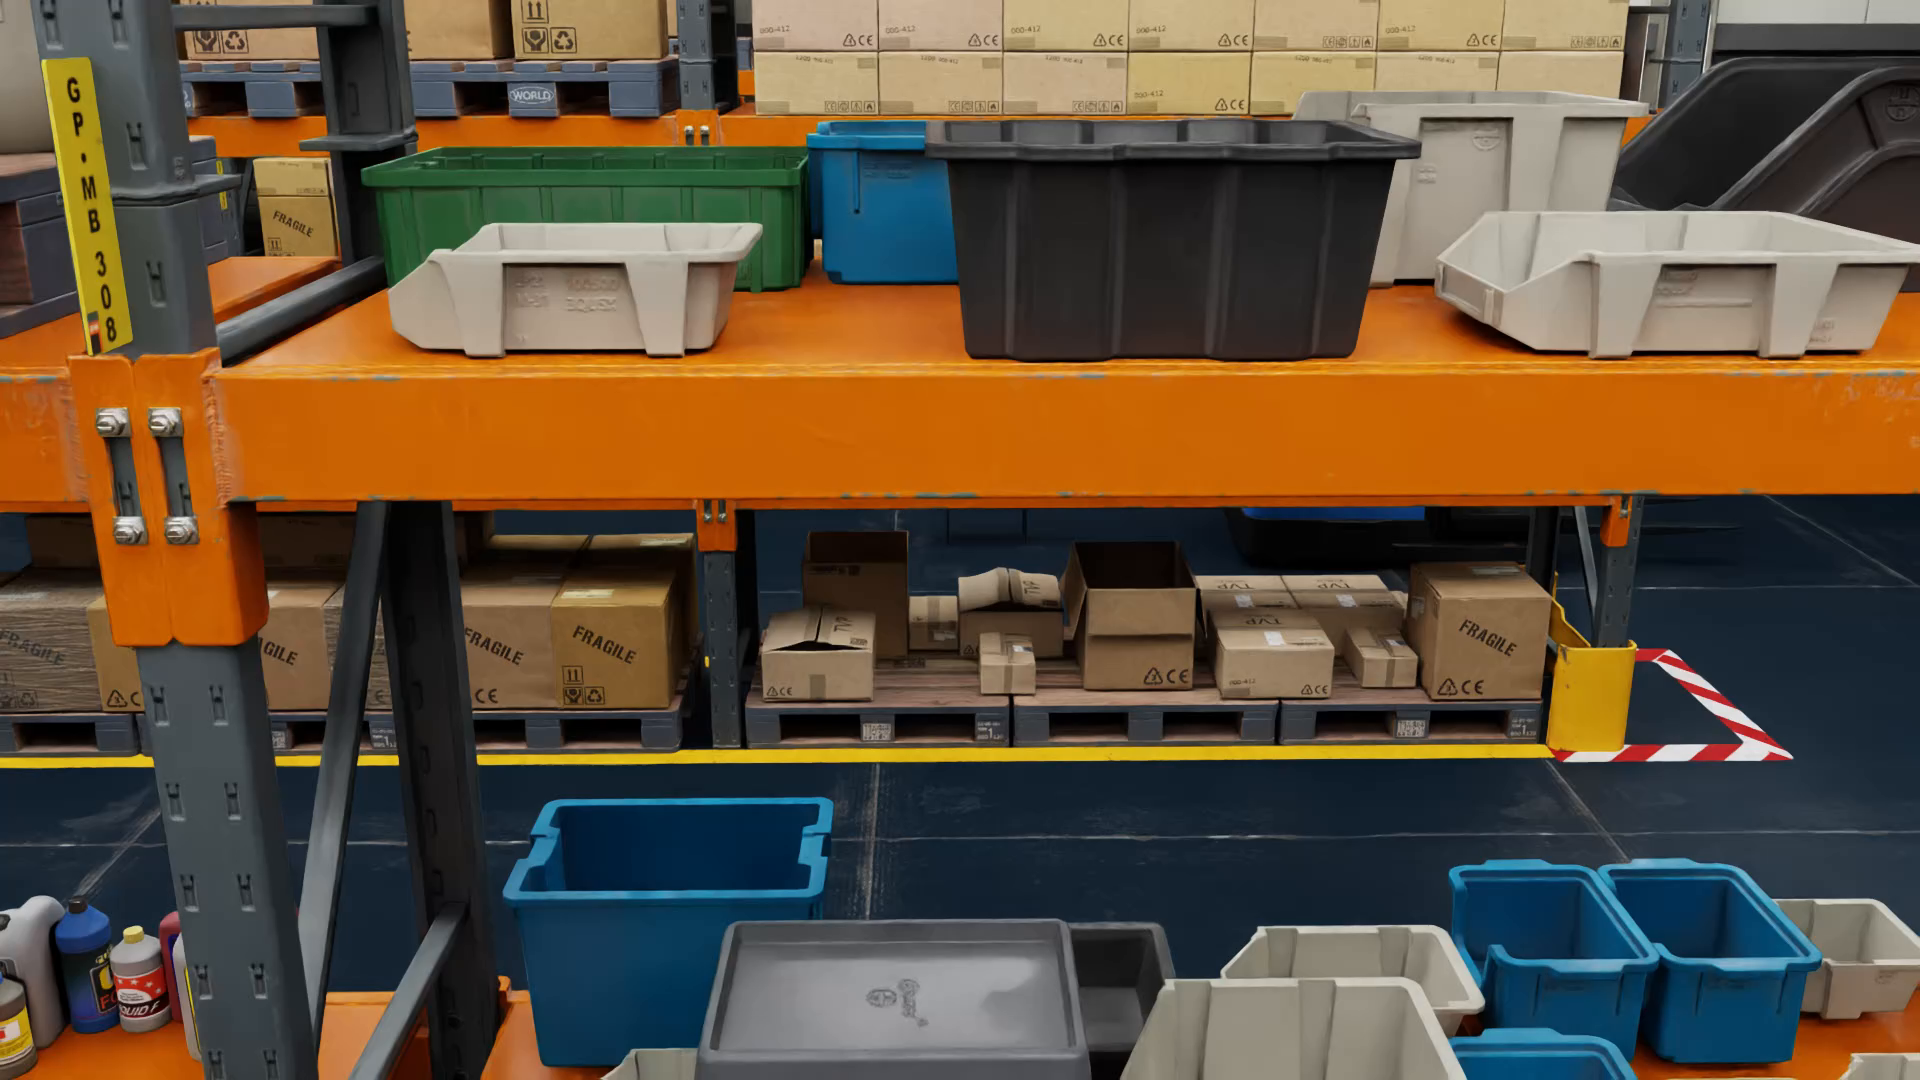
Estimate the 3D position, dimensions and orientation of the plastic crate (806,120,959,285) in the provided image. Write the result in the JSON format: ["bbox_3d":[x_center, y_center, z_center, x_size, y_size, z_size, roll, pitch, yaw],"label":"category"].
[{"bbox_3d":[-0.091,-0.564,2.758,0.300,0.233,0.416,0,18,-1],"label":"plastic crate"}]

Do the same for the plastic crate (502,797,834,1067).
[{"bbox_3d":[-0.535,0.759,3.198,0.575,0.384,0.392,0,18,-1],"label":"plastic crate"}]

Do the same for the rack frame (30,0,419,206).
[{"bbox_3d":[-0.996,-1.970,1.957,0.127,3.000,1.000,0,18,-1],"label":"rack frame"}]

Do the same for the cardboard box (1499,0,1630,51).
[{"bbox_3d":[2.419,-2.160,6.887,0.500,0.250,0.500,0,18,-1],"label":"cardboard box"}]

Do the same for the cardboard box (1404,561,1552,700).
[{"bbox_3d":[2.389,0.413,7.721,0.500,0.500,0.500,0,18,-1],"label":"cardboard box"}]

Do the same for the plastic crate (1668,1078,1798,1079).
[{"bbox_3d":[1.327,1.036,2.740,0.250,0.136,0.298,0,18,-1],"label":"plastic crate"}]

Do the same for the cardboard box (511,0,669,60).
[{"bbox_3d":[-1.575,-2.370,7.099,0.600,0.600,0.600,-2,18,-6],"label":"cardboard box"}]

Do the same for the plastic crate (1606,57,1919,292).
[{"bbox_3d":[1.471,-0.608,2.723,0.767,0.338,0.504,0,18,-1],"label":"plastic crate"}]

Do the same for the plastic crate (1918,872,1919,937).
[{"bbox_3d":[2.093,0.822,3.250,0.300,0.233,0.416,0,18,-1],"label":"plastic crate"}]

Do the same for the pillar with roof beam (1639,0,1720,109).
[{"bbox_3d":[5.601,-3.978,8.215,0.400,9.000,9.100,0,18,-1],"label":"pillar with roof beam"}]

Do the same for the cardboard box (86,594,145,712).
[{"bbox_3d":[-3.586,0.454,7.594,0.500,0.500,0.500,-1,18,-2],"label":"cardboard box"}]

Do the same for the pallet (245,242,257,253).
[{"bbox_3d":[-5.863,-1.993,12.163,1.003,0.211,1.213,0,18,-1],"label":"pallet"}]

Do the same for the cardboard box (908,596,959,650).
[{"bbox_3d":[-0.131,0.412,8.299,0.250,0.149,0.380,0,18,-1],"label":"cardboard box"}]

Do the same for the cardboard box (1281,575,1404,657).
[{"bbox_3d":[1.881,0.373,8.257,0.500,0.250,0.500,0,18,-1],"label":"cardboard box"}]

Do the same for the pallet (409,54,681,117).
[{"bbox_3d":[-1.724,-1.983,7.217,1.003,0.211,1.213,0,18,-1],"label":"pallet"}]

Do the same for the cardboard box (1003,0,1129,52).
[{"bbox_3d":[0.420,-2.150,6.854,0.500,0.250,0.500,0,18,-1],"label":"cardboard box"}]

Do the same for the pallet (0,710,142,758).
[{"bbox_3d":[-4.323,0.729,7.930,1.213,0.211,1.003,0,18,-1],"label":"pallet"}]

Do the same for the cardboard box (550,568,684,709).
[{"bbox_3d":[-1.560,0.444,7.624,0.500,0.500,0.500,0,18,-1],"label":"cardboard box"}]

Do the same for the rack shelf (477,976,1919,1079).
[{"bbox_3d":[1.004,1.219,3.013,4.000,0.370,1.077,0,18,-1],"label":"rack shelf"}]

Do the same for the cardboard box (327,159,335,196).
[{"bbox_3d":[-4.157,-2.602,11.837,0.500,0.250,0.500,-1,18,-2],"label":"cardboard box"}]

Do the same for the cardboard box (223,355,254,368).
[{"bbox_3d":[-3.525,-0.838,7.398,0.500,0.500,0.700,3,18,10],"label":"cardboard box"}]

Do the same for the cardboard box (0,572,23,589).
[{"bbox_3d":[-4.611,0.459,7.578,0.500,0.500,0.500,0,18,1],"label":"cardboard box"}]

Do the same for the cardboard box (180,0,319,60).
[{"bbox_3d":[-2.909,-2.363,7.076,0.600,0.600,0.600,-1,18,-3],"label":"cardboard box"}]

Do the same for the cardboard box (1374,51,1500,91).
[{"bbox_3d":[1.919,-1.920,6.958,0.500,0.250,0.500,0,18,-1],"label":"cardboard box"}]

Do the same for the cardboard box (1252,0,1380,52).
[{"bbox_3d":[1.419,-2.156,6.876,0.500,0.250,0.500,0,18,-1],"label":"cardboard box"}]

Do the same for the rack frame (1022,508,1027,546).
[{"bbox_3d":[0.409,-0.573,10.370,0.015,1.200,0.240,0,18,-1],"label":"rack frame"}]

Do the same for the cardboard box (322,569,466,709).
[{"bbox_3d":[-2.555,0.446,7.617,0.500,0.500,0.500,0,18,0],"label":"cardboard box"}]

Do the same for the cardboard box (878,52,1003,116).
[{"bbox_3d":[-0.081,-1.911,6.929,0.500,0.250,0.500,0,18,-1],"label":"cardboard box"}]

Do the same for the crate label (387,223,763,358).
[{"bbox_3d":[-0.502,-0.330,2.188,0.466,0.136,0.293,0,18,-1],"label":"crate label"}]

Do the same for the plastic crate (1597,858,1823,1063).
[{"bbox_3d":[1.435,0.825,3.240,0.300,0.233,0.416,0,18,-1],"label":"plastic crate"}]

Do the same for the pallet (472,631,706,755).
[{"bbox_3d":[-1.883,0.717,7.967,1.213,0.211,1.003,0,18,-1],"label":"pallet"}]

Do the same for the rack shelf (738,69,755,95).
[{"bbox_3d":[-3.152,-3.215,11.927,4.000,0.370,1.077,0,18,-1],"label":"rack shelf"}]

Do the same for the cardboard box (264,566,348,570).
[{"bbox_3d":[-3.097,0.291,8.103,0.500,0.500,0.500,-1,18,-3],"label":"cardboard box"}]

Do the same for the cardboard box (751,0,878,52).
[{"bbox_3d":[-0.581,-2.148,6.848,0.500,0.250,0.500,0,18,-1],"label":"cardboard box"}]

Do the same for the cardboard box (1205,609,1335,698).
[{"bbox_3d":[1.439,0.527,7.774,0.500,0.250,0.500,0,18,-1],"label":"cardboard box"}]

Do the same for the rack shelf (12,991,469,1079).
[{"bbox_3d":[-2.996,1.239,2.953,4.000,0.370,1.077,0,18,-1],"label":"rack shelf"}]

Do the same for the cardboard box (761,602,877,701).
[{"bbox_3d":[-0.648,0.509,7.733,0.500,0.311,0.500,0,18,-1],"label":"cardboard box"}]

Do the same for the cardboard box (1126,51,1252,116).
[{"bbox_3d":[0.919,-1.917,6.946,0.500,0.250,0.500,0,18,-1],"label":"cardboard box"}]

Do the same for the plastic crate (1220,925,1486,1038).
[{"bbox_3d":[0.740,0.883,3.217,0.466,0.136,0.293,0,18,-1],"label":"plastic crate"}]

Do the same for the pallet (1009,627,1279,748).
[{"bbox_3d":[0.839,0.692,8.046,1.213,0.211,1.003,0,18,-1],"label":"pallet"}]

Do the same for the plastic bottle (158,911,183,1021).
[{"bbox_3d":[-1.503,0.814,3.290,0.133,0.283,0.061,0,18,-1],"label":"plastic bottle"}]

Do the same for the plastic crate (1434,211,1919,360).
[{"bbox_3d":[0.941,-0.350,2.248,0.530,0.136,0.437,0,18,-1],"label":"plastic crate"}]

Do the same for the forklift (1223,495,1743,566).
[{"bbox_3d":[3.230,-1.372,10.026,3.031,2.935,1.130,0,18,1],"label":"forklift"}]

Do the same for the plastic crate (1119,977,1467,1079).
[{"bbox_3d":[0.533,0.963,2.730,0.530,0.282,0.437,0,18,-1],"label":"plastic crate"}]

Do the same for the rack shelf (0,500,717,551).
[{"bbox_3d":[-3.070,-0.274,7.669,4.000,0.370,1.077,0,18,-1],"label":"rack shelf"}]

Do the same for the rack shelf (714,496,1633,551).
[{"bbox_3d":[0.929,-0.293,7.729,4.000,0.370,1.077,0,18,-1],"label":"rack shelf"}]

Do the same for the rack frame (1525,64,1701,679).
[{"bbox_3d":[2.929,-0.646,7.649,0.127,3.000,1.000,0,18,-1],"label":"rack frame"}]

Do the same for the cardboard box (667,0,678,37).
[{"bbox_3d":[-2.034,-3.854,11.856,0.500,0.500,0.700,-1,18,-4],"label":"cardboard box"}]

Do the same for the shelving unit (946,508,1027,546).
[{"bbox_3d":[0.166,-0.572,10.367,0.503,1.200,0.258,0,18,-1],"label":"shelving unit"}]

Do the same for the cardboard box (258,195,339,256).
[{"bbox_3d":[-4.662,-2.243,11.945,0.500,0.500,0.500,0,18,1],"label":"cardboard box"}]

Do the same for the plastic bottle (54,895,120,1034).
[{"bbox_3d":[-1.715,0.827,3.271,0.097,0.271,0.097,0,18,0],"label":"plastic bottle"}]

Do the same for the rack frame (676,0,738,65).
[{"bbox_3d":[-1.071,-3.483,6.673,0.127,3.000,1.000,0,18,-1],"label":"rack frame"}]

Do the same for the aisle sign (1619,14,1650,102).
[{"bbox_3d":[2.992,-1.973,7.533,0.004,0.787,0.394,0,18,-1],"label":"aisle sign"}]

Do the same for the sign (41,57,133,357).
[{"bbox_3d":[-0.989,-0.378,1.890,0.005,0.325,0.100,0,18,-1],"label":"sign"}]

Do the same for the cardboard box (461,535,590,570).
[{"bbox_3d":[-2.091,0.288,8.110,0.500,0.500,0.500,0,18,0],"label":"cardboard box"}]

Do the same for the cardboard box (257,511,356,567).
[{"bbox_3d":[-3.060,-0.067,7.991,0.500,0.250,0.500,-1,18,-2],"label":"cardboard box"}]

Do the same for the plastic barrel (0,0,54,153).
[{"bbox_3d":[-1.526,-0.880,2.561,0.433,0.535,0.433,0,18,0],"label":"plastic barrel"}]

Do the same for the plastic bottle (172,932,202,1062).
[{"bbox_3d":[-1.394,0.813,3.183,0.185,0.351,0.144,0,18,-1],"label":"plastic bottle"}]

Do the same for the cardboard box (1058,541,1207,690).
[{"bbox_3d":[0.808,0.342,7.937,0.637,0.503,0.797,0,18,-1],"label":"cardboard box"}]

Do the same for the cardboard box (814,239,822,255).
[{"bbox_3d":[-0.595,-1.066,7.160,0.500,0.500,0.500,0,18,1],"label":"cardboard box"}]
